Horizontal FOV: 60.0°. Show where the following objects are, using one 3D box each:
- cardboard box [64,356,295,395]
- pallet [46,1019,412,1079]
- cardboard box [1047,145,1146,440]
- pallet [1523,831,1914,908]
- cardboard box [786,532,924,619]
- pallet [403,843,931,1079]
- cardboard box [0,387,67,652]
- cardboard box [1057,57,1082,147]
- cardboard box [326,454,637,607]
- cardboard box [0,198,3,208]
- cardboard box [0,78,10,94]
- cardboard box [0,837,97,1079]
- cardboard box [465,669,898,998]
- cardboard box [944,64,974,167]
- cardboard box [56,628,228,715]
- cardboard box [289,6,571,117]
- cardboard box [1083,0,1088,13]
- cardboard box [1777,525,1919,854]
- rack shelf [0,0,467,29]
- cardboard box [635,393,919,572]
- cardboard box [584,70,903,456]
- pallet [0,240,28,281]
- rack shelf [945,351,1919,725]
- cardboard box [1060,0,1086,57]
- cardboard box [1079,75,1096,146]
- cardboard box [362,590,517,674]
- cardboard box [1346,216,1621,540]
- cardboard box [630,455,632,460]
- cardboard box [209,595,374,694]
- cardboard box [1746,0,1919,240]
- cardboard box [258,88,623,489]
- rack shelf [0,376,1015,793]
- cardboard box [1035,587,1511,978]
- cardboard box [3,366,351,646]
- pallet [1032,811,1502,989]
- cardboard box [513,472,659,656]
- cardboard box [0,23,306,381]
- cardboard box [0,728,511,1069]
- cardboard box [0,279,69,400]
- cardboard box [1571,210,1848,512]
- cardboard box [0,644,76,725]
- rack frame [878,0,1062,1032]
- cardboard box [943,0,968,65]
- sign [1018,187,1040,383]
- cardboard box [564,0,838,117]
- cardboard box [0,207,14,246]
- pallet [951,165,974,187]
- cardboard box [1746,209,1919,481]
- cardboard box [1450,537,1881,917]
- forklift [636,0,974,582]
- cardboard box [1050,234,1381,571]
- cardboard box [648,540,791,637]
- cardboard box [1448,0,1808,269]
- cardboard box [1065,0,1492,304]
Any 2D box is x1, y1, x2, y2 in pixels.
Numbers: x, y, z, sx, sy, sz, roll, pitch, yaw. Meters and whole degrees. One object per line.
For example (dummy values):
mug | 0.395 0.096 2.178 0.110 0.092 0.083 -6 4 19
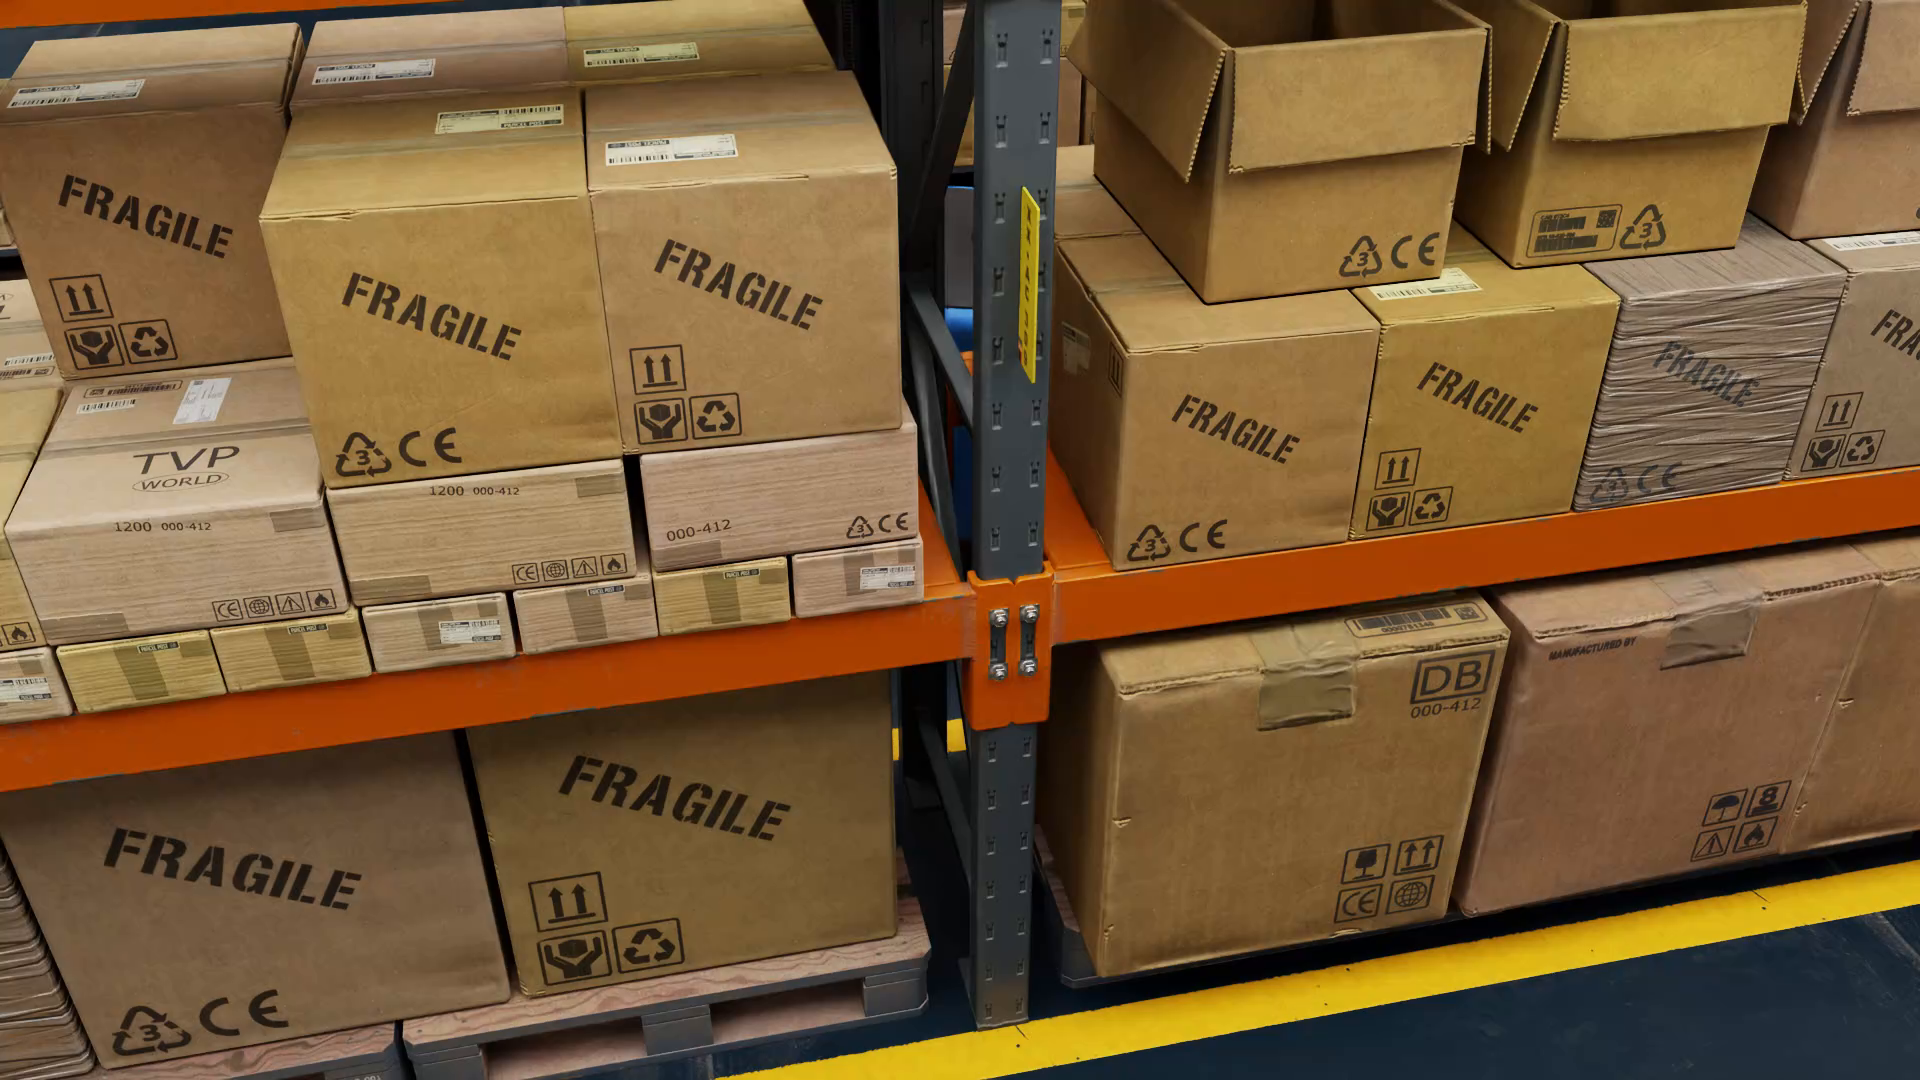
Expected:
cardboard box | -1.512 -0.365 3.469 0.500 0.250 0.500 -6 34 -9
pallet | -1.957 1.017 4.045 1.213 0.211 1.003 -7 35 -11
cardboard box | 0.390 -0.591 3.850 0.500 0.500 0.500 -7 35 -10
pallet | 1.922 0.526 4.776 1.213 0.211 1.003 -7 35 -11
cardboard box | -0.231 -0.024 3.319 0.250 0.149 0.380 -7 34 -10
pallet | -0.765 0.865 4.272 1.213 0.211 1.003 -7 35 -11
cardboard box | -1.876 -0.020 2.956 0.500 0.250 0.500 -8 35 -11
cardboard box | 0.293 -2.201 8.205 0.500 0.500 0.500 -6 34 -8
cardboard box | -0.883 -0.143 3.139 0.500 0.250 0.500 -6 34 -9
cardboard box | -4.335 -1.599 7.356 0.250 0.149 0.380 -6 34 -9
cardboard box | -4.443 -2.001 7.687 0.250 0.149 0.380 -7 34 -10
cardboard box | -2.413 0.622 3.662 0.875 0.875 0.875 -7 35 -11
cardboard box | -0.667 0.402 3.990 0.875 0.875 0.875 -7 35 -11
cardboard box | -0.222 -2.135 8.106 0.500 0.500 0.500 -6 34 -9
cardboard box | -1.485 0.134 3.084 0.250 0.149 0.380 -8 35 -11
cardboard box | -1.012 -0.740 3.356 0.500 0.500 0.500 -7 35 -11
cardboard box | 0.795 -2.574 8.088 0.500 0.250 0.500 -6 34 -9
cardboard box | 2.347 0.051 4.512 0.875 0.875 1.225 -7 35 -10
rack shelf | -2.952 -2.508 7.440 4.000 0.370 1.077 -7 35 -11
cardboard box | -0.379 -0.208 3.236 0.500 0.250 0.500 -8 35 -11
cardboard box | -0.395 -0.515 3.020 0.500 0.500 0.500 -6 34 -9
pallet | -4.029 -1.492 7.785 1.213 0.211 1.003 -7 35 -11
rack shelf | 1.945 -0.291 4.137 4.000 0.370 1.077 -7 35 -11
cardboard box | 0.296 -2.514 7.998 0.500 0.250 0.500 -6 34 -9
cardboard box | 0.801 -2.273 8.311 0.500 0.500 0.500 -7 34 -10
cardboard box | -0.984 0.071 3.178 0.250 0.149 0.380 -7 34 -10
cardboard box | 0.988 -0.368 3.517 0.500 0.500 0.500 -7 35 -10
cardboard box | -0.881 -0.319 3.759 0.250 0.149 0.380 -6 34 -9
cardboard box | -1.235 0.103 3.131 0.250 0.149 0.380 -7 34 -10
cardboard box | 1.890 -1.048 3.630 0.637 0.503 0.797 -6 34 -9
cardboard box | -0.885 -0.455 2.931 0.500 0.500 0.500 -7 34 -10
rack shelf | -1.957 0.201 3.405 4.000 0.370 1.077 -7 35 -11
cardboard box | 0.614 0.274 4.179 0.875 0.875 1.225 -7 35 -10
cardboard box | -1.381 -0.080 3.046 0.500 0.250 0.500 -7 34 -10
pallet | 0.730 0.678 4.550 1.213 0.211 1.003 -7 35 -11
cardboard box | -0.733 0.039 3.225 0.250 0.149 0.380 -8 35 -11
cardboard box | -1.518 -0.674 3.257 0.500 0.500 0.500 -8 35 -12
cardboard box | -1.545 0.512 3.825 0.875 0.875 0.875 -7 35 -11
cardboard box | -1.995 -0.308 3.385 0.500 0.250 0.500 -7 35 -10
cardboard box | 1.476 -0.430 3.609 0.500 0.500 0.500 -8 35 -12
cardboard box | -1.733 0.165 3.038 0.250 0.149 0.380 -7 34 -10
rack frame | -0.006 -0.344 3.571 0.127 3.000 1.000 -7 35 -11
cardboard box | -0.223 -2.447 7.898 0.500 0.250 0.500 -9 35 -13
sign | 0.118 -0.435 2.858 0.005 0.325 0.100 -7 35 -11
cardboard box | -0.530 -0.797 3.440 0.500 0.500 0.500 -7 35 -11
cardboard box | -4.322 -1.441 7.388 0.250 0.149 0.380 -7 34 -10
pallet | -0.243 -1.991 8.527 1.213 0.211 1.003 -7 35 -11
cardboard box | 1.979 -0.496 3.708 0.500 0.500 0.500 -7 34 -10
cardboard box | 1.485 0.164 4.343 0.875 0.875 1.225 -8 35 -12
forklift | -0.980 -1.322 5.089 3.031 2.935 1.130 4 34 6
cardboard box | 0.498 -0.306 3.425 0.500 0.500 0.500 -7 35 -10
cardboard box | -0.483 0.008 3.272 0.250 0.149 0.380 -7 34 -10
cardboard box | 1.287 -0.963 3.503 0.637 0.503 0.797 -7 34 -10
cardboard box | 0.615 -0.885 3.387 0.637 0.503 0.797 -8 35 -12
